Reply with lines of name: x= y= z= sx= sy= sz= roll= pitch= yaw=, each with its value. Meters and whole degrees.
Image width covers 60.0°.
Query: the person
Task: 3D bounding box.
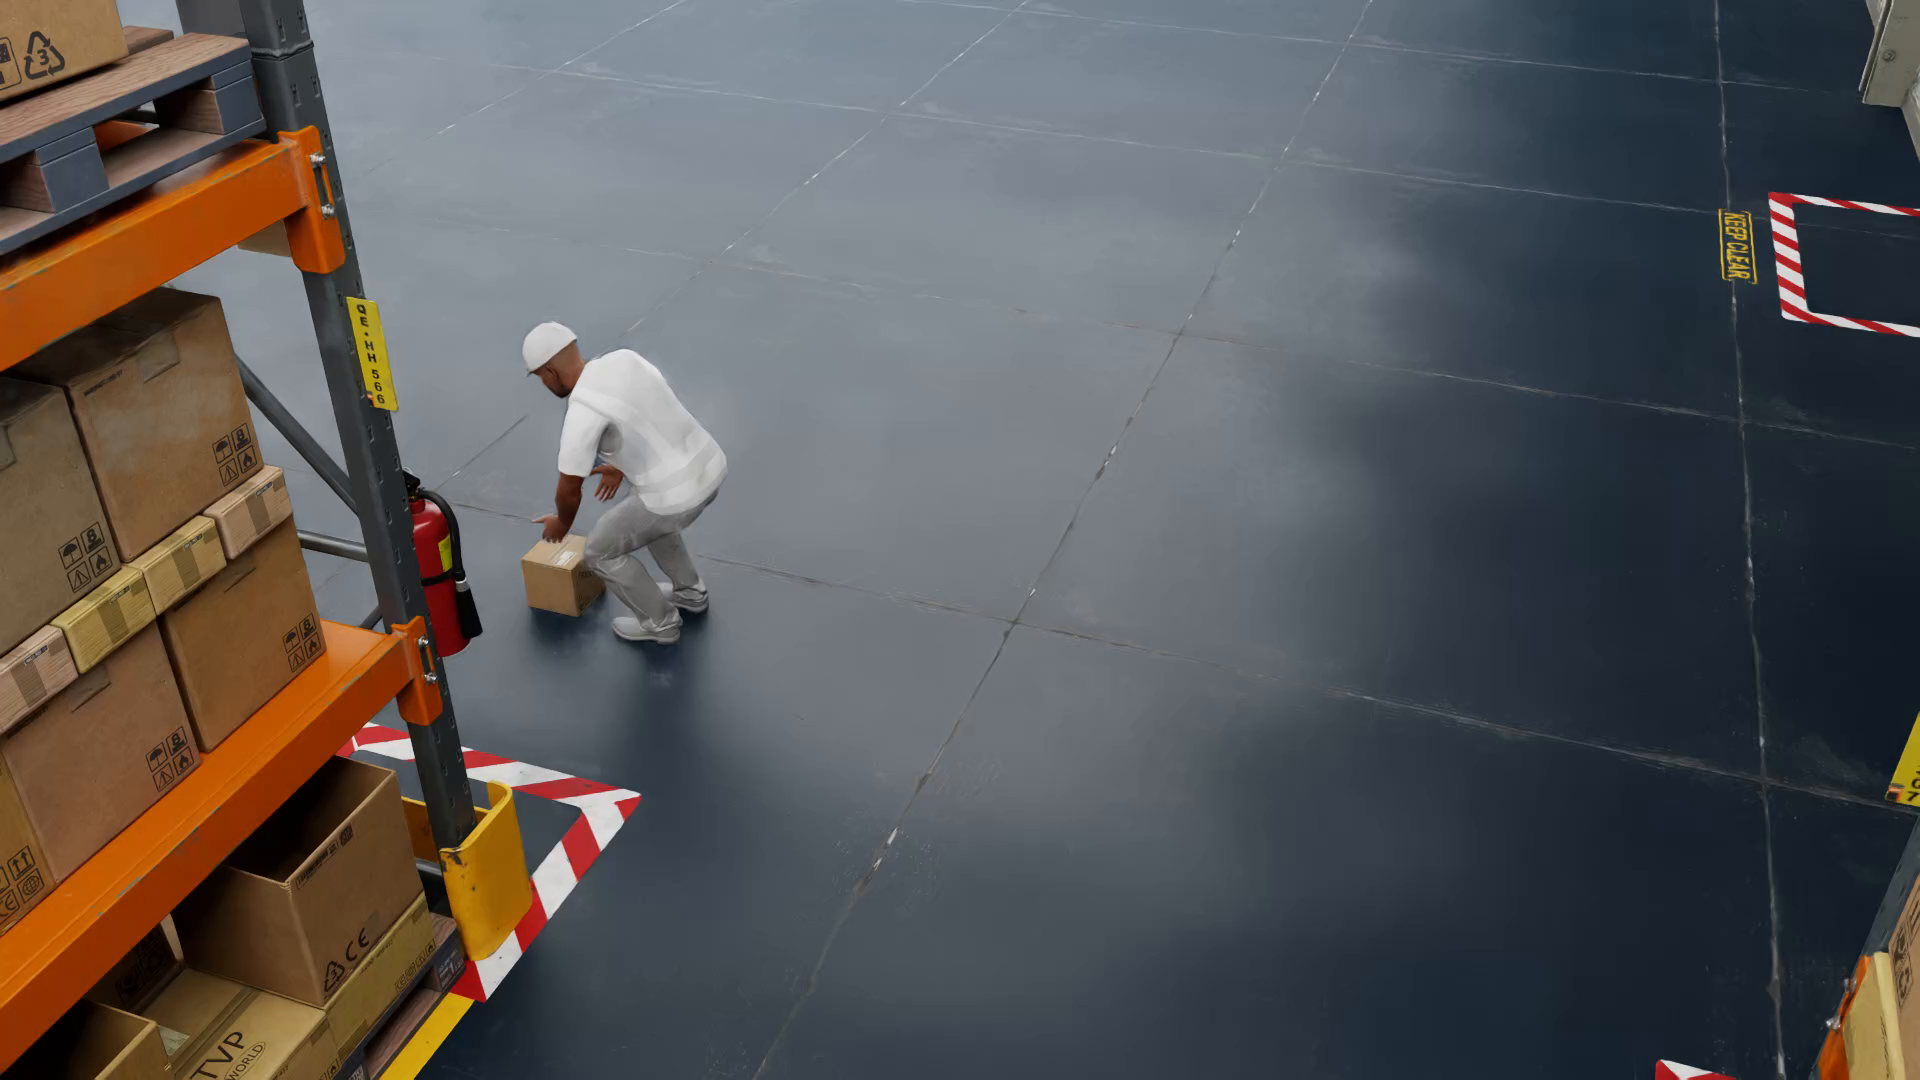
person: x=-1.363 y=-0.224 z=6.823 sx=0.779 sy=1.373 sz=0.631 roll=11 pitch=35 yaw=17
